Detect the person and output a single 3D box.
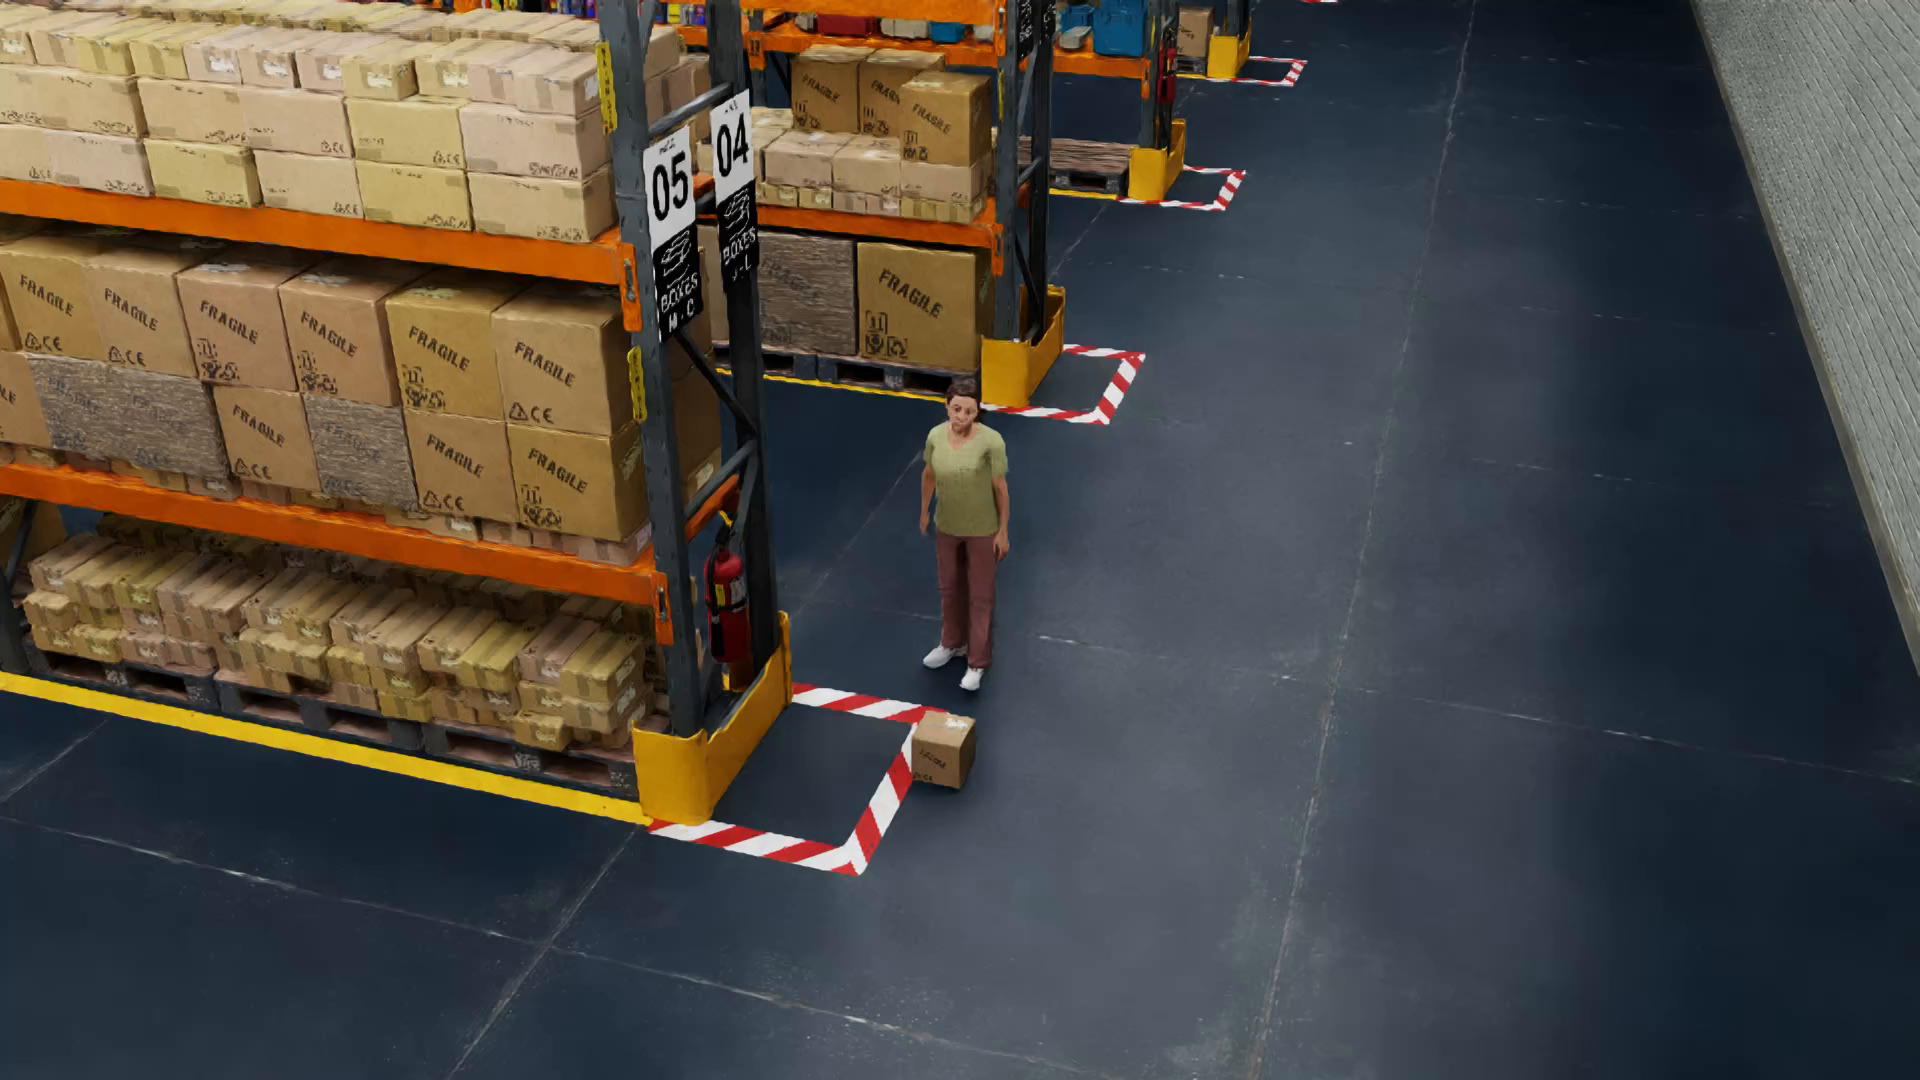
[{"bbox_3d":[-0.015,0.076,8.584,0.540,1.427,0.456,13,32,21],"label":"person"}]
